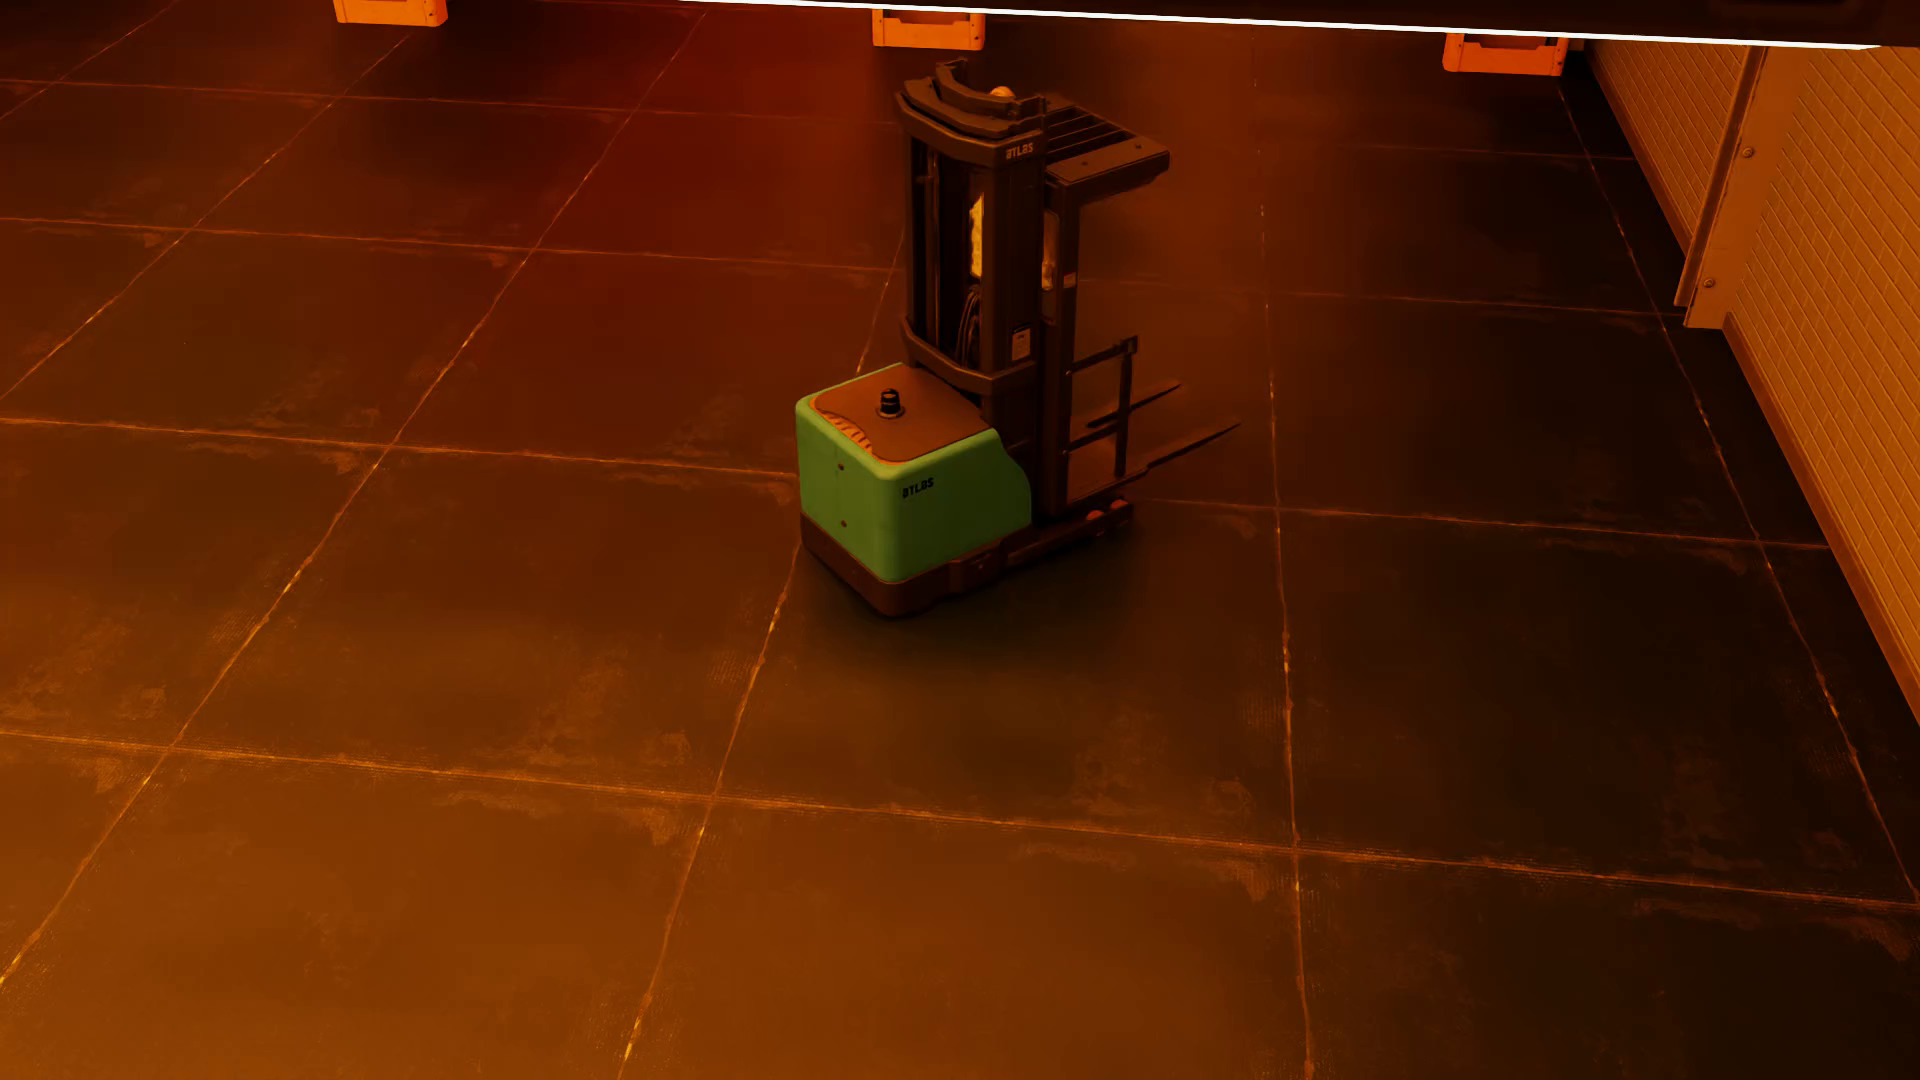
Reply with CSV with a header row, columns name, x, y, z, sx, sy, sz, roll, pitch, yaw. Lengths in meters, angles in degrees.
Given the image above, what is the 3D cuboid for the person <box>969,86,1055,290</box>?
name,x,y,z,sx,sy,sz,roll,pitch,yaw
person,0.430,-2.649,12.816,1.057,1.670,0.509,-12,38,-15

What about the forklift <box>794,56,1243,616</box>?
name,x,y,z,sx,sy,sz,roll,pitch,yaw
forklift,0.493,-1.432,9.973,3.031,2.935,1.130,-24,43,-29
